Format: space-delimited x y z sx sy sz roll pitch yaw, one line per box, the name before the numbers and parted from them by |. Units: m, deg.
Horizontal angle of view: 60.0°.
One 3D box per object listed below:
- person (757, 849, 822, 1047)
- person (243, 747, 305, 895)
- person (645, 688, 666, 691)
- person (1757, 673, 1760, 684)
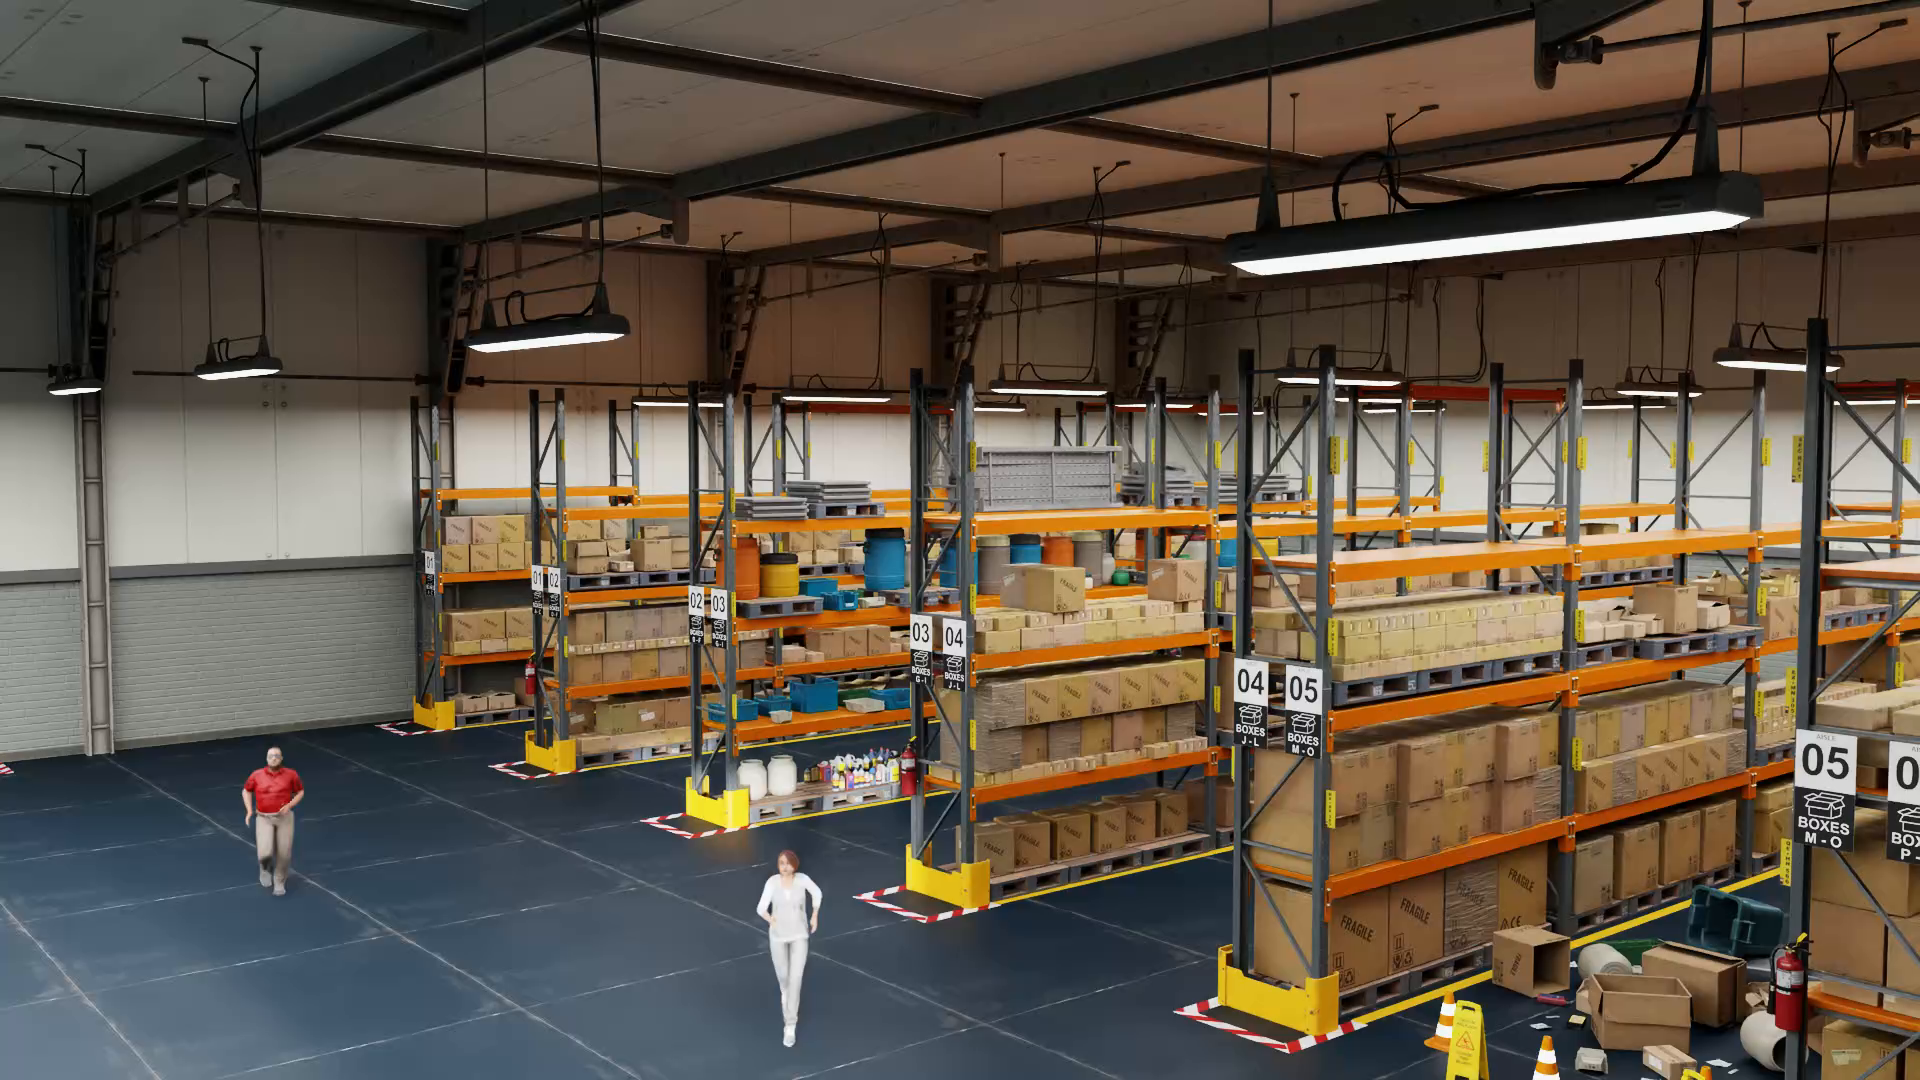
person | -1.498 3.501 14.588 0.552 1.600 0.894 0 3 0
person | -7.808 3.207 18.934 0.657 1.686 0.590 -1 4 -22
person | -5.408 2.544 29.750 0.849 1.772 0.673 -3 4 -41
person | 11.814 2.851 24.729 0.789 1.787 0.671 -2 4 -34
